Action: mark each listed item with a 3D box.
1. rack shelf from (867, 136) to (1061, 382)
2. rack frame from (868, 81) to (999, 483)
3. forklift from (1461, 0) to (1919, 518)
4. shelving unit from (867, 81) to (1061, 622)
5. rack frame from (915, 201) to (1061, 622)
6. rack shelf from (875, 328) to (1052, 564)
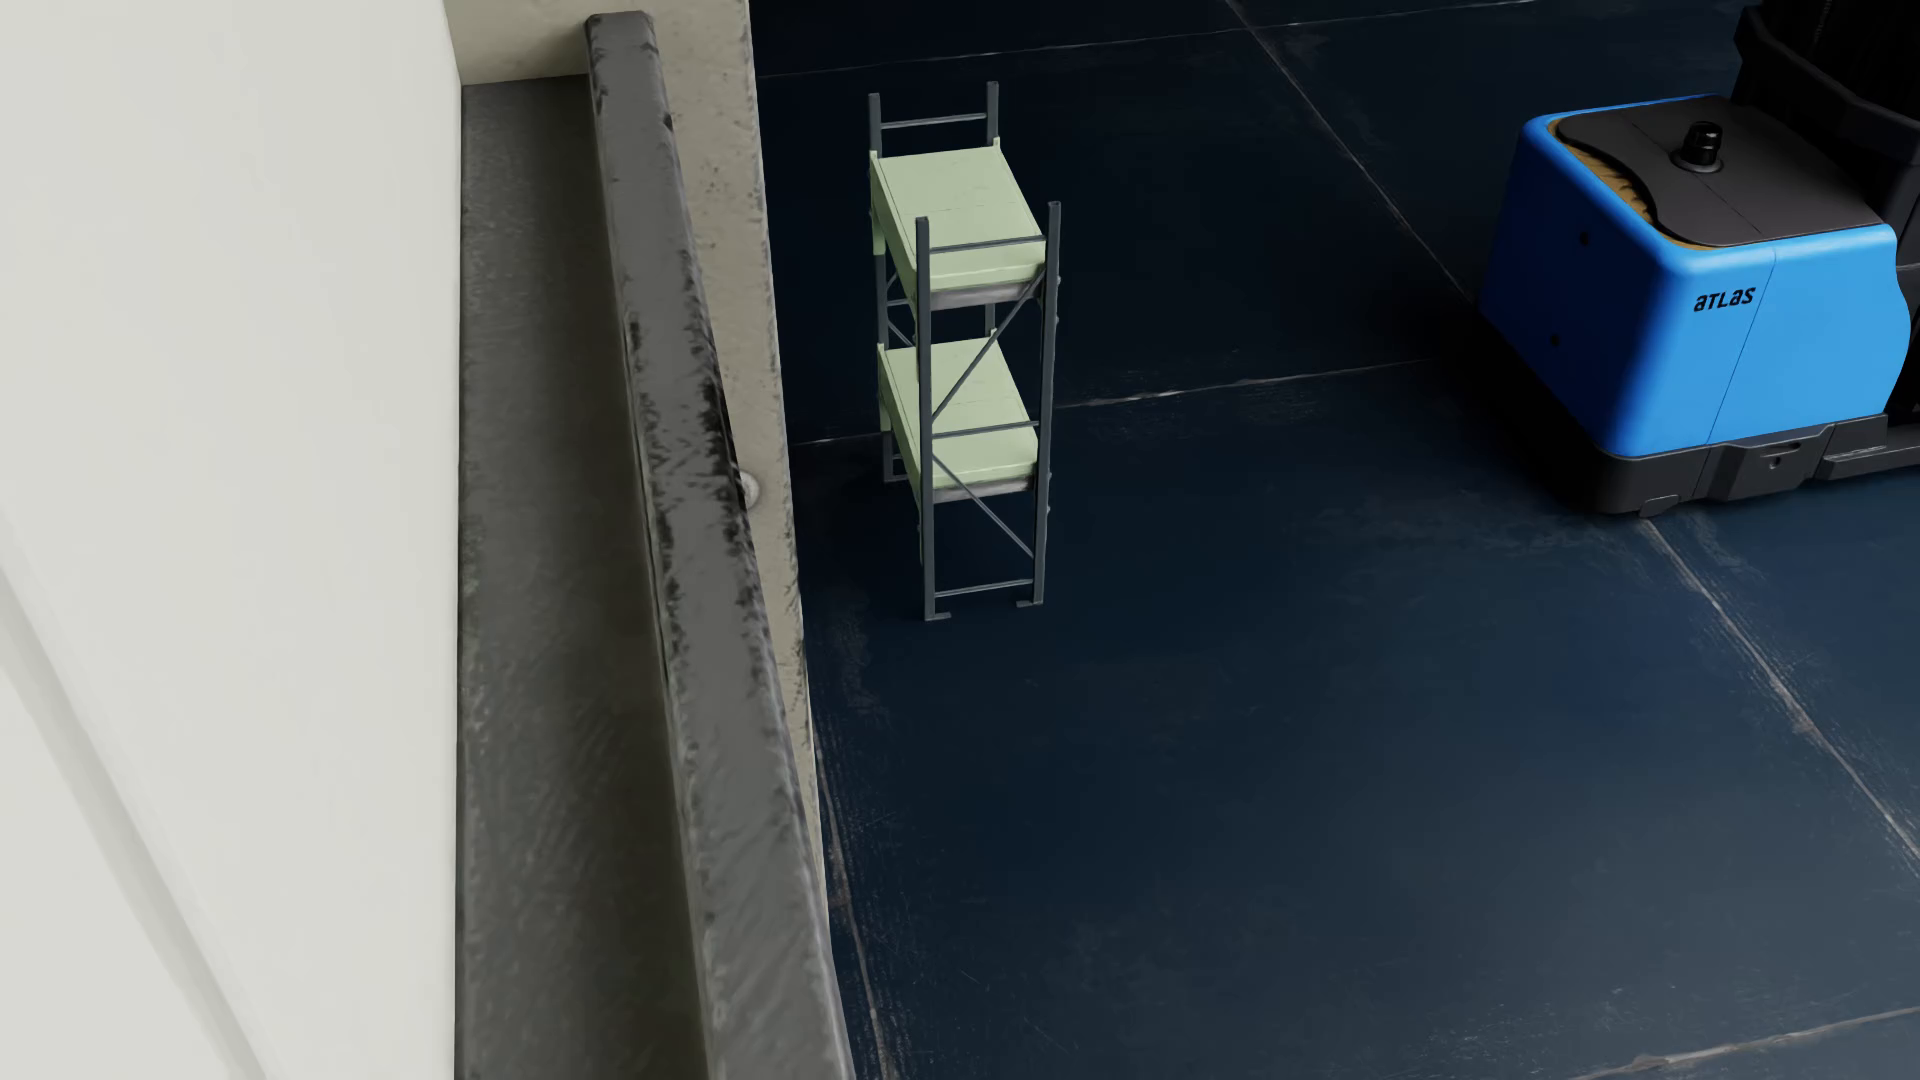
[{"bbox_3d":[-0.001,-0.857,4.998,0.431,0.370,0.720,-8,42,-9],"label":"rack shelf"},{"bbox_3d":[-0.080,-0.802,5.524,0.400,1.500,0.023,-8,42,-9],"label":"rack frame"},{"bbox_3d":[3.512,-1.708,5.466,3.031,2.935,1.130,-10,43,-11],"label":"forklift"},{"bbox_3d":[-0.001,-0.565,5.257,0.431,1.500,0.755,-8,42,-9],"label":"shelving unit"},{"bbox_3d":[0.078,-0.328,4.990,0.400,1.500,0.023,-8,42,-9],"label":"rack frame"},{"bbox_3d":[-0.001,-0.321,5.473,0.431,0.370,0.720,-8,42,-9],"label":"rack shelf"}]
